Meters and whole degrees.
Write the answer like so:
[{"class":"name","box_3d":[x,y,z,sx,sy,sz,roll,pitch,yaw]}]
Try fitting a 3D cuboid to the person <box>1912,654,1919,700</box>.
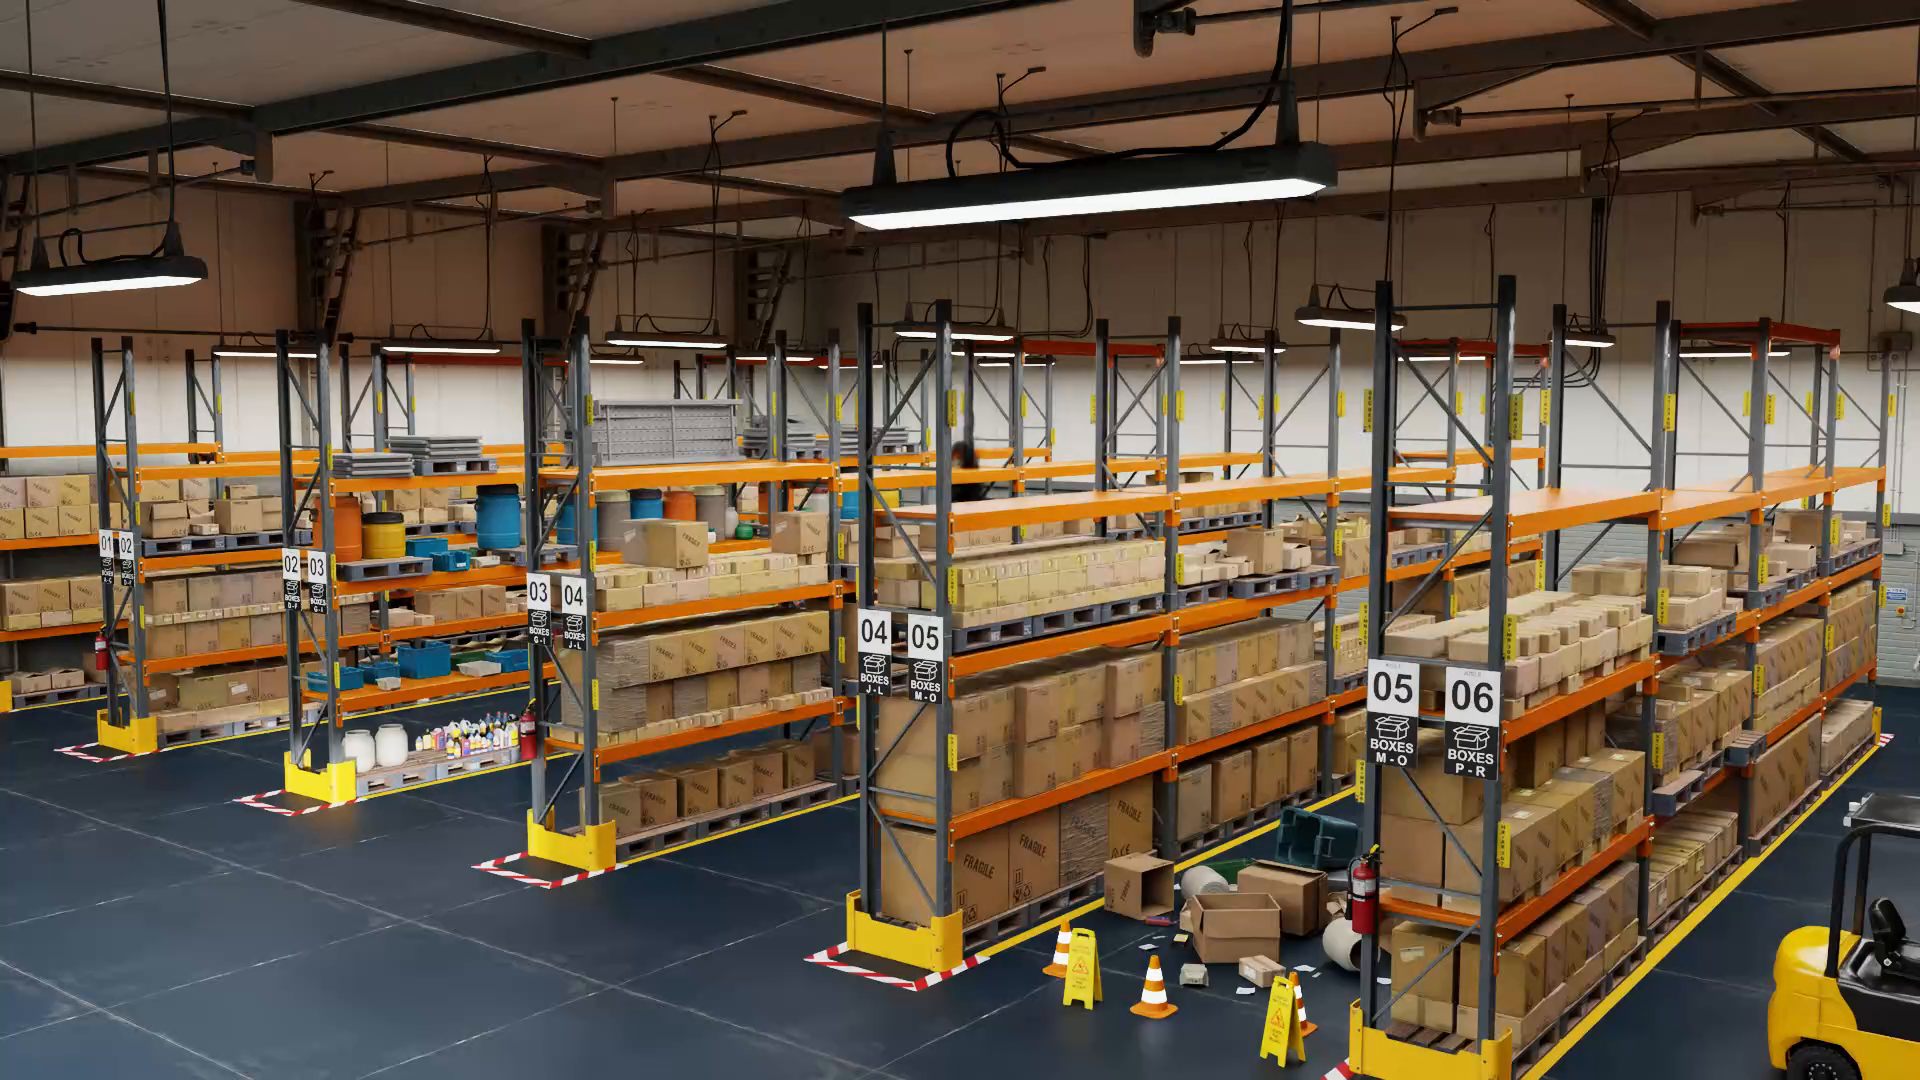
[{"class":"person","box_3d":[14.571,2.213,24.913,0.561,1.595,0.791,2,5,22]}]
